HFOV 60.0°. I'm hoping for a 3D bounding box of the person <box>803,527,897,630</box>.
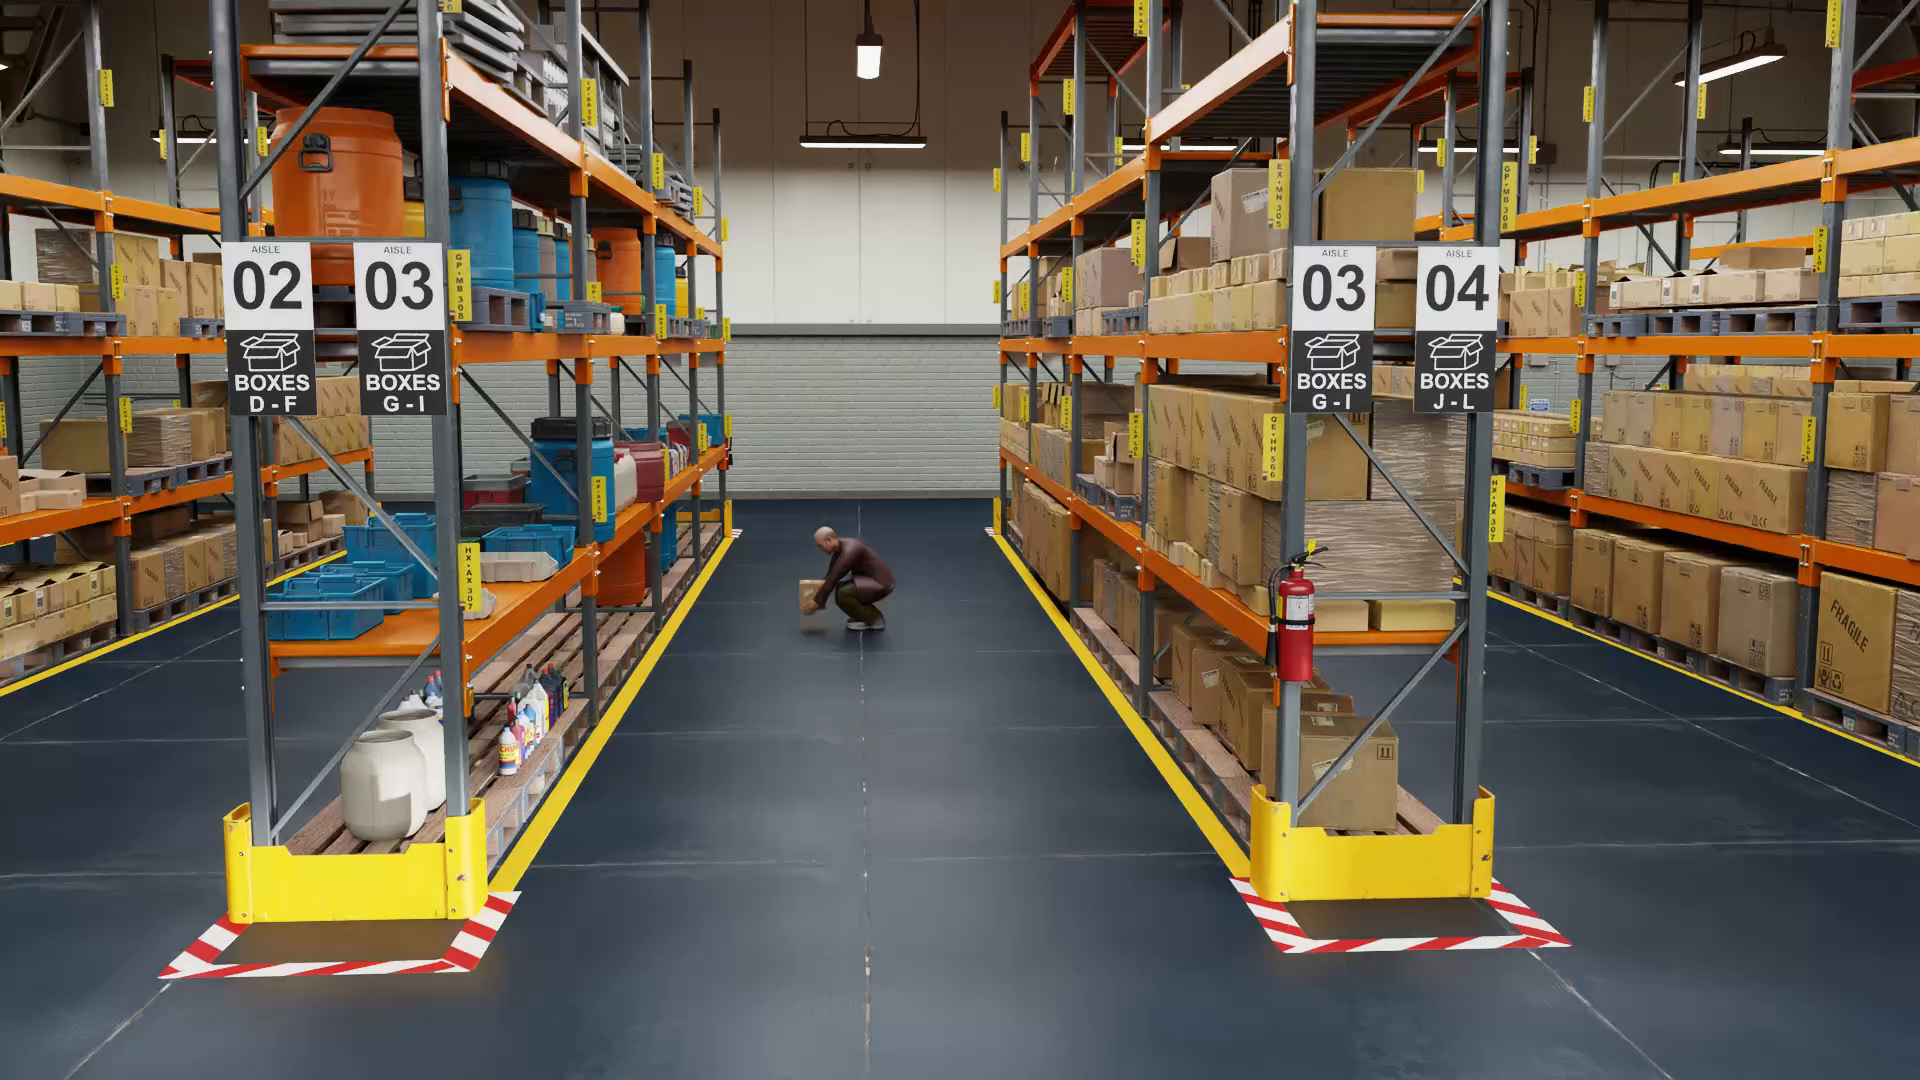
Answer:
[{"bbox_3d":[-1.067,0.363,16.110,0.906,0.989,0.605,0,7,-4],"label":"person"}]
